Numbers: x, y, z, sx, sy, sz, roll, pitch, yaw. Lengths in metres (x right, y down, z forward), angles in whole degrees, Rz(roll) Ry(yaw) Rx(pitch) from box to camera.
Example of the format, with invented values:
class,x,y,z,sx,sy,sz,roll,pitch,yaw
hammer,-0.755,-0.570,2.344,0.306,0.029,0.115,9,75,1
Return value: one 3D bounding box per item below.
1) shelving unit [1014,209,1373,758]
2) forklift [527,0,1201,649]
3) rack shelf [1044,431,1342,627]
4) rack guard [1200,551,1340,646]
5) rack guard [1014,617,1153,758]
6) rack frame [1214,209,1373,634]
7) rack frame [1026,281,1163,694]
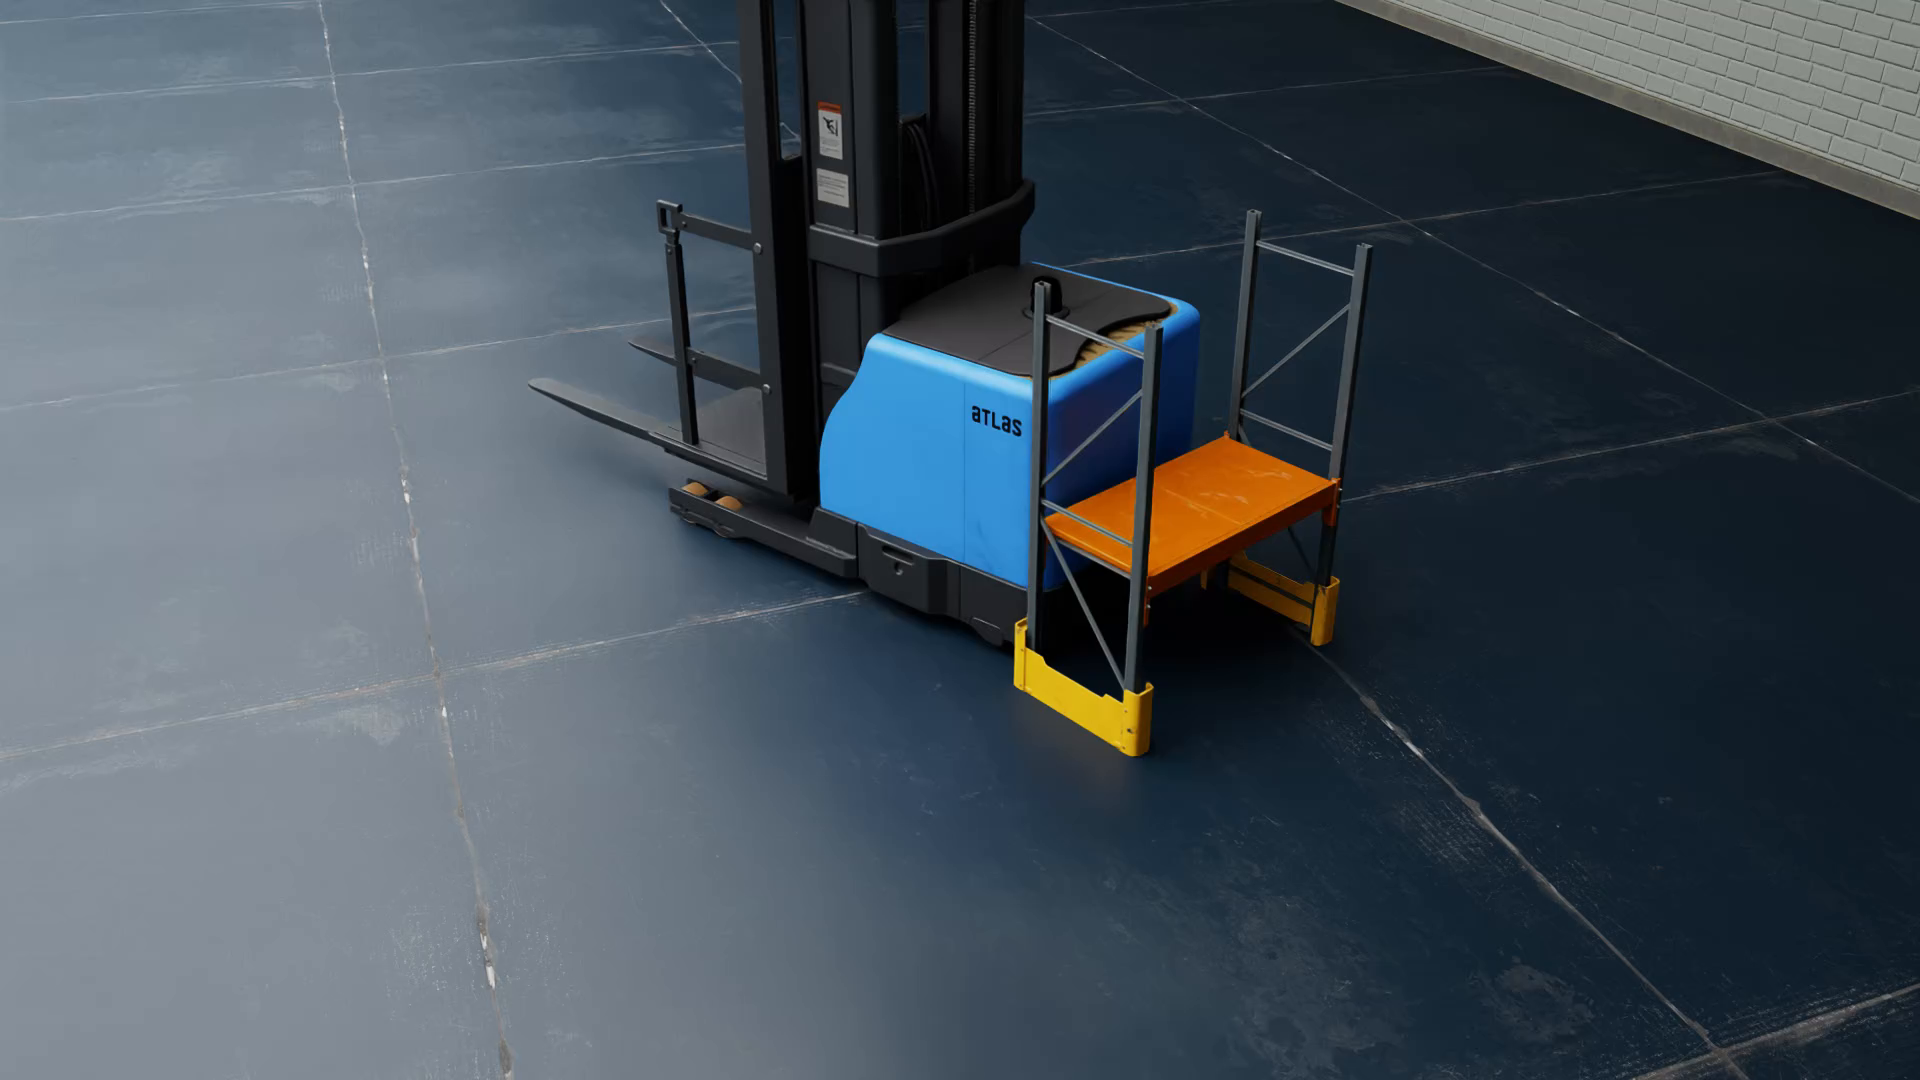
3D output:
class,x,y,z,sx,sy,sz,roll,pitch,yaw
shelving unit,0.779,-0.216,5.613,1.083,1.500,0.587,-24,38,-36
forklift,-0.573,-1.466,6.363,3.031,2.935,1.130,21,36,32
rack shelf,0.785,-0.062,5.708,1.000,0.185,0.538,-24,38,-36
rack guard,1.148,0.162,6.213,0.087,0.250,0.587,-24,38,-36
rack guard,0.410,0.493,5.632,0.087,0.250,0.587,-24,38,-36
rack frame,1.162,-0.388,5.915,0.032,1.500,0.500,-24,38,-36
rack frame,0.409,-0.050,5.322,0.032,1.500,0.500,-24,38,-36
